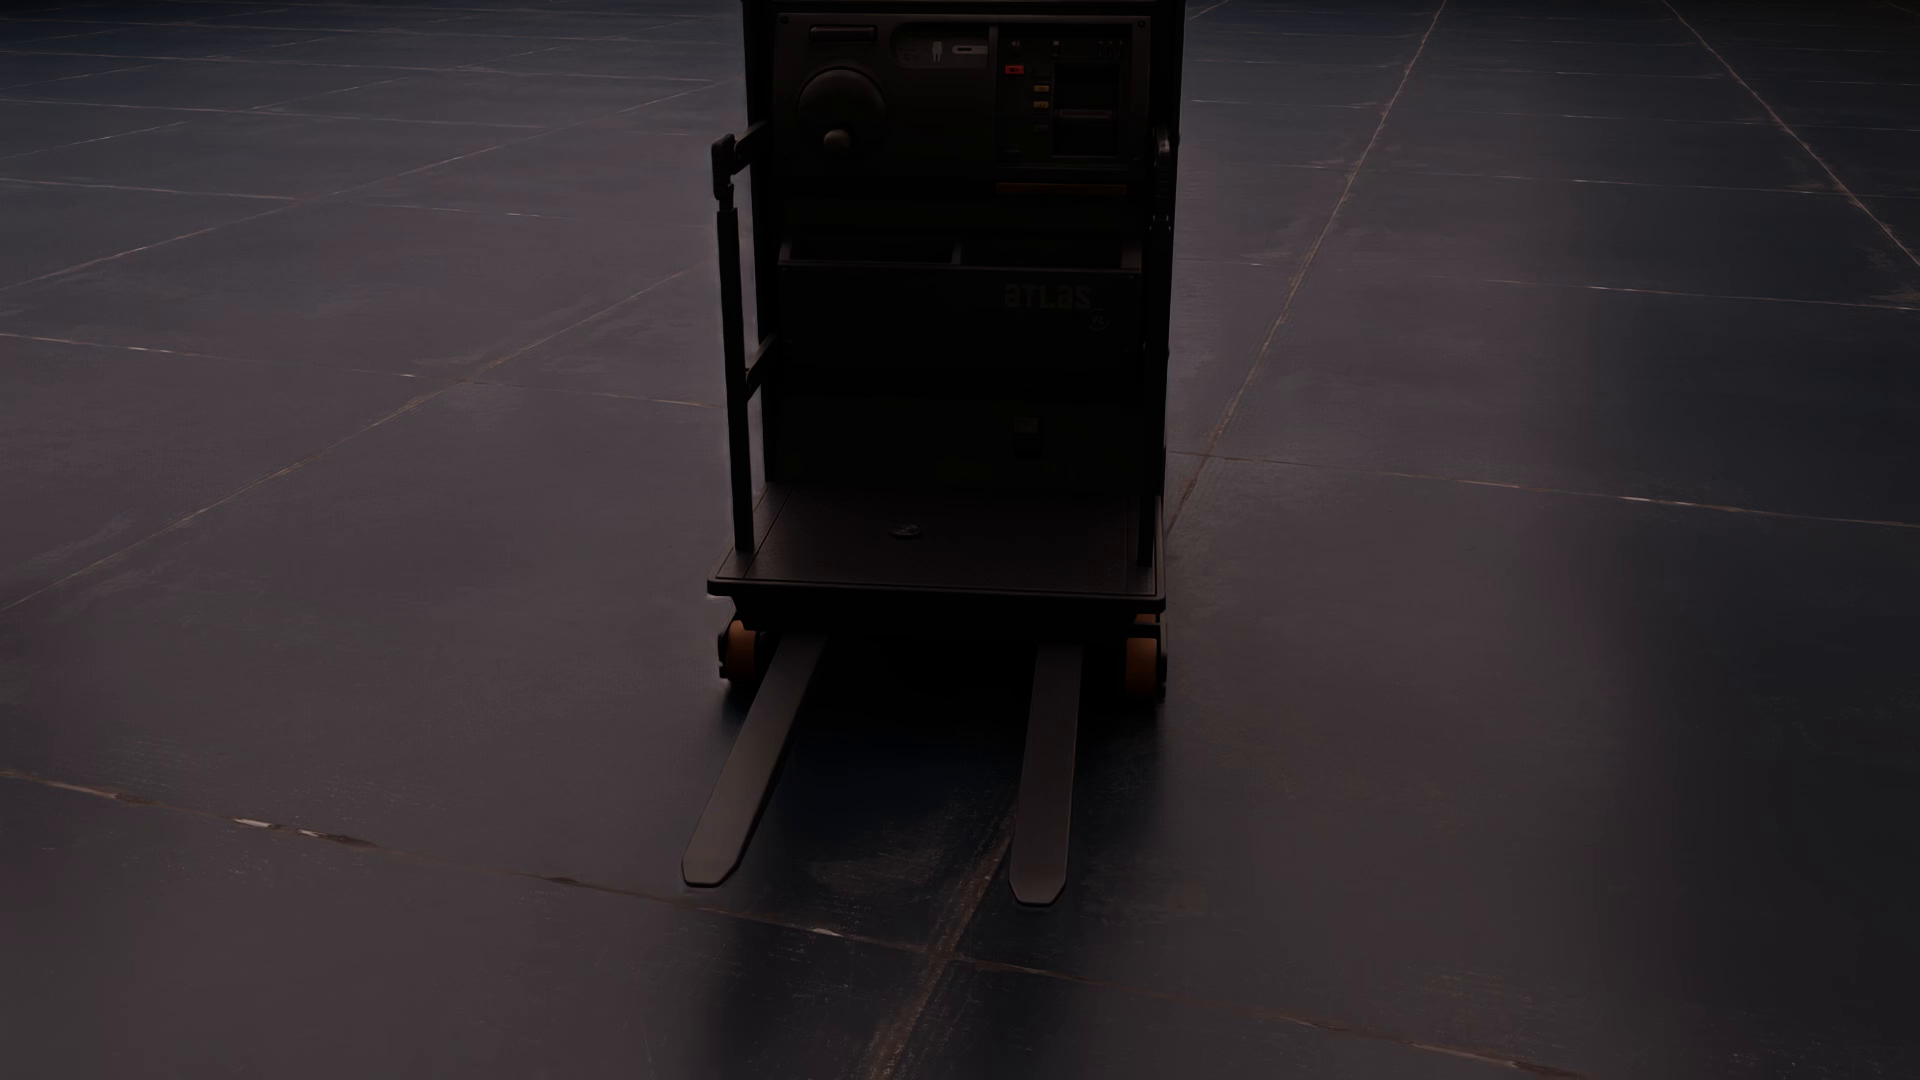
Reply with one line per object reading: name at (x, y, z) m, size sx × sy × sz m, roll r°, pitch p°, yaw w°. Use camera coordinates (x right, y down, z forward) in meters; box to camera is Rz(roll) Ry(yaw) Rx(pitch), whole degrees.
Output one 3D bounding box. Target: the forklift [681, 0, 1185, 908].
forklift at (-0.018, -1.086, 3.910) m, size 1.130 × 2.935 × 3.031 m, roll 2°, pitch 23°, yaw 5°
